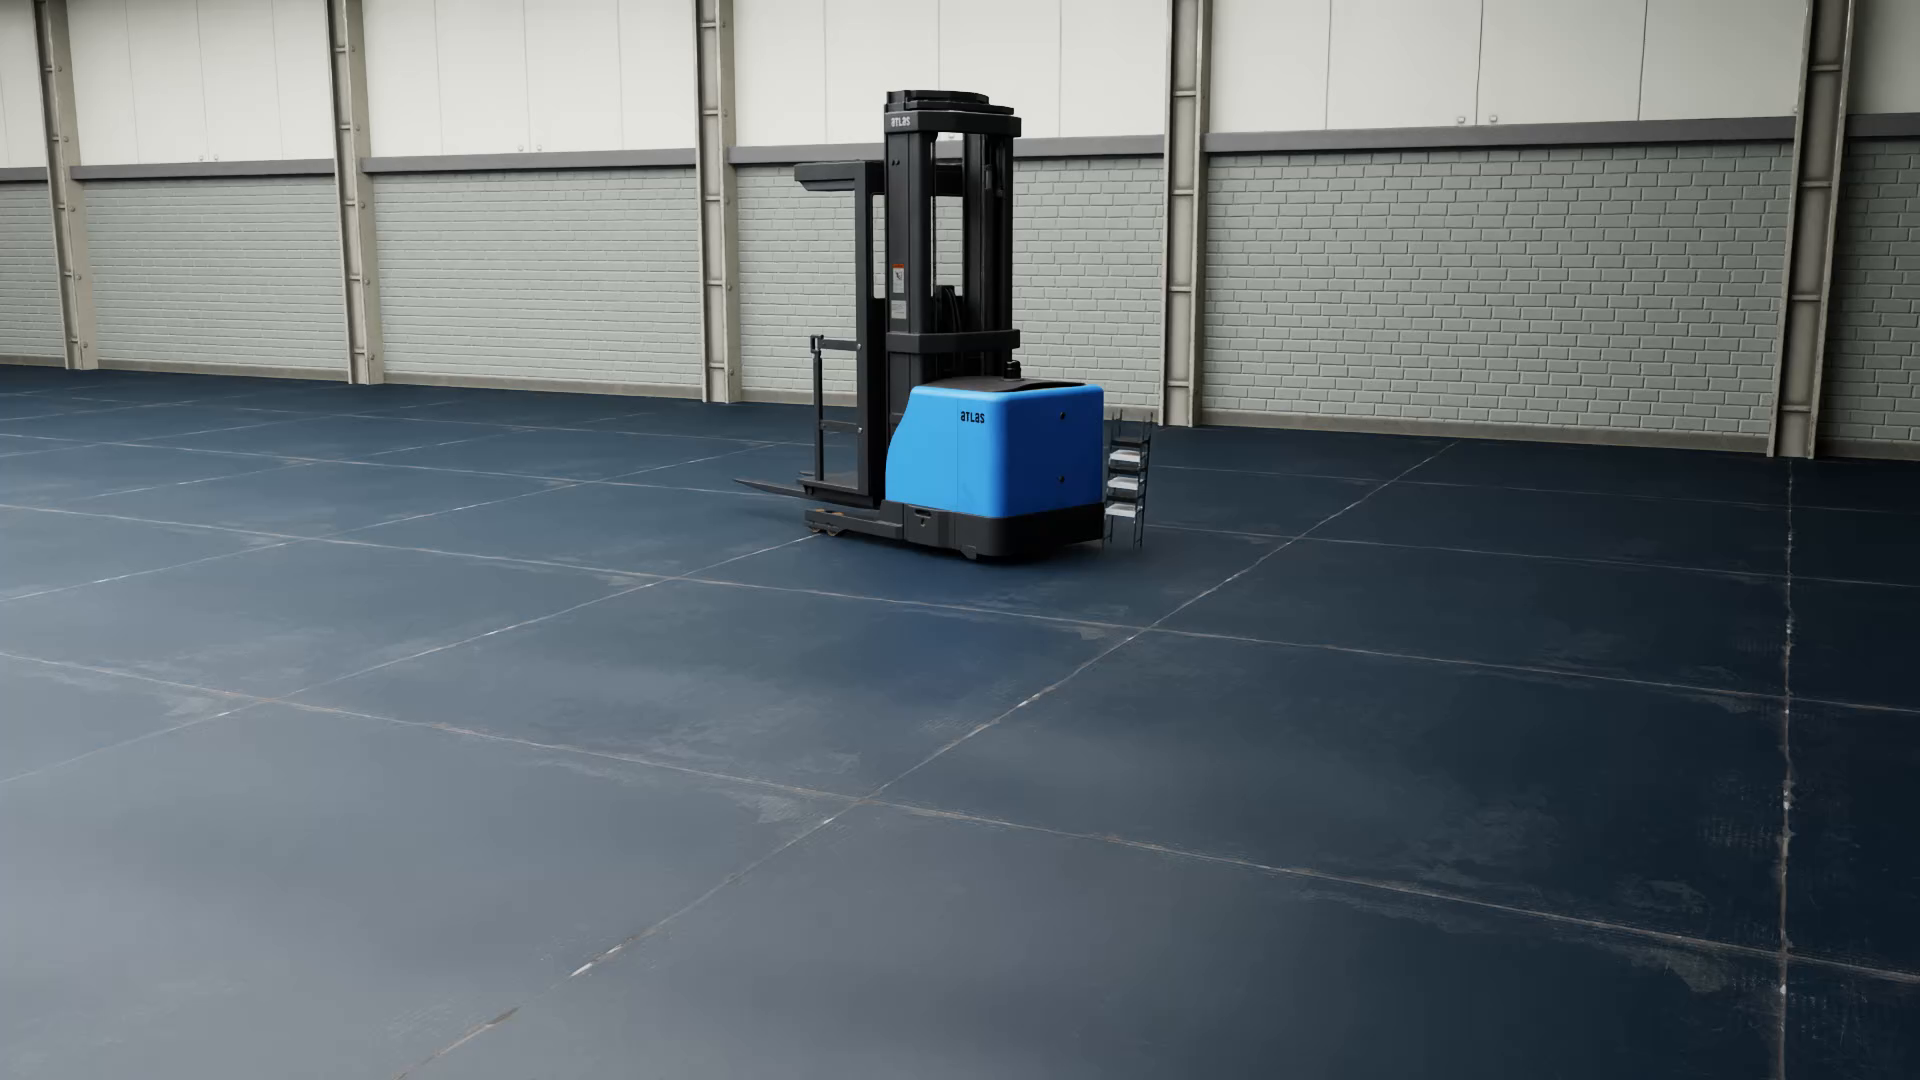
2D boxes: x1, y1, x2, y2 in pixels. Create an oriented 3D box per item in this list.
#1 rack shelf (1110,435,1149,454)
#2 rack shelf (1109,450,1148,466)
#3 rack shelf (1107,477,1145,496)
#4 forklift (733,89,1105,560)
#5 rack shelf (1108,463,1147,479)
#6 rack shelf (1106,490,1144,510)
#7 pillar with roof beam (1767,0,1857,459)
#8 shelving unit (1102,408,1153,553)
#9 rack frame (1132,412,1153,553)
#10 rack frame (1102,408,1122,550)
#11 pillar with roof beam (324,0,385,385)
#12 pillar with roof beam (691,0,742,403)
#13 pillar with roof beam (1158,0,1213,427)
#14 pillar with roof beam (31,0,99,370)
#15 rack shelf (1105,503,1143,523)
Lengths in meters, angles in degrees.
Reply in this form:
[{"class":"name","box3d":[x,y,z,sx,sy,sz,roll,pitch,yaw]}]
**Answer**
[{"class":"rack shelf","box3d":[1.100,-0.617,10.754,0.200,0.077,0.258,7,12,18]},{"class":"rack shelf","box3d":[1.094,-0.529,10.772,0.200,0.077,0.258,7,12,18]},{"class":"rack shelf","box3d":[1.084,-0.353,10.807,0.200,0.077,0.258,7,12,18]},{"class":"forklift","box3d":[-0.428,-1.523,11.417,1.130,2.935,3.031,-10,14,-42]},{"class":"rack shelf","box3d":[1.089,-0.441,10.790,0.200,0.077,0.258,7,12,18]},{"class":"rack shelf","box3d":[1.078,-0.265,10.825,0.200,0.077,0.258,7,12,18]},{"class":"pillar with roof beam","box3d":[5.883,-4.530,10.992,0.400,9.000,9.100,5,11,26]},{"class":"shelving unit","box3d":[1.086,-0.386,10.801,0.210,0.900,0.258,7,12,18]},{"class":"rack frame","box3d":[1.181,-0.373,10.769,0.006,0.900,0.240,7,12,18]},{"class":"rack frame","box3d":[0.990,-0.398,10.832,0.006,0.900,0.240,7,12,18]},{"class":"pillar with roof beam","box3d":[-10.259,-5.948,18.829,0.400,9.000,9.100,5,11,26]},{"class":"pillar with roof beam","box3d":[-4.878,-5.476,16.217,0.400,9.000,9.100,5,11,26]},{"class":"pillar with roof beam","box3d":[0.503,-5.003,13.604,0.400,9.000,9.100,5,11,26]},{"class":"pillar with roof beam","box3d":[-15.639,-6.421,21.442,0.400,9.000,9.100,5,11,26]},{"class":"rack shelf","box3d":[1.073,-0.177,10.843,0.200,0.077,0.258,7,12,18]}]
